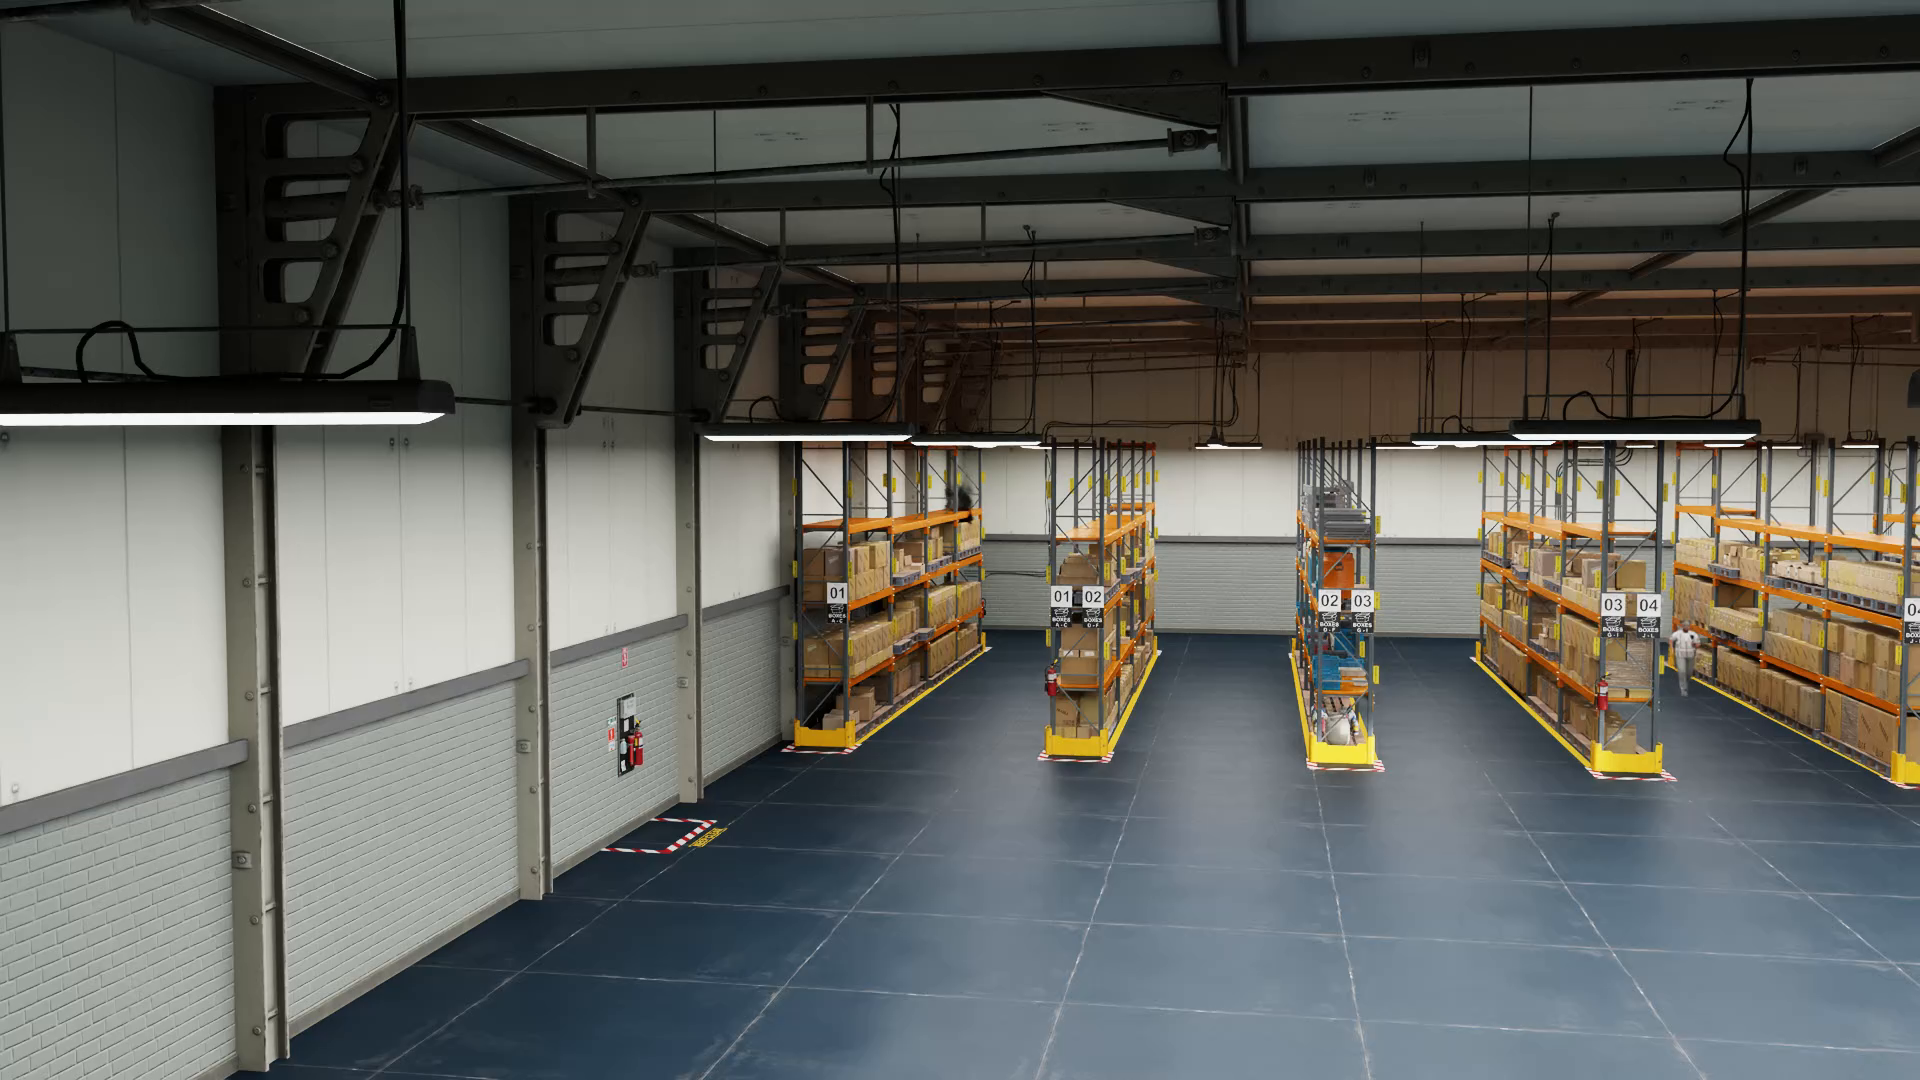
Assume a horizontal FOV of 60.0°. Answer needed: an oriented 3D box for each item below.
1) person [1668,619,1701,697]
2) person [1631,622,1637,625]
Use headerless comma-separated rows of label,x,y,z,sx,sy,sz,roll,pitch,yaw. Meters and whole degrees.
person,17.071,2.741,39.140,0.662,1.771,0.986,1,3,10
person,17.586,2.546,43.503,0.690,1.780,0.865,1,3,15
